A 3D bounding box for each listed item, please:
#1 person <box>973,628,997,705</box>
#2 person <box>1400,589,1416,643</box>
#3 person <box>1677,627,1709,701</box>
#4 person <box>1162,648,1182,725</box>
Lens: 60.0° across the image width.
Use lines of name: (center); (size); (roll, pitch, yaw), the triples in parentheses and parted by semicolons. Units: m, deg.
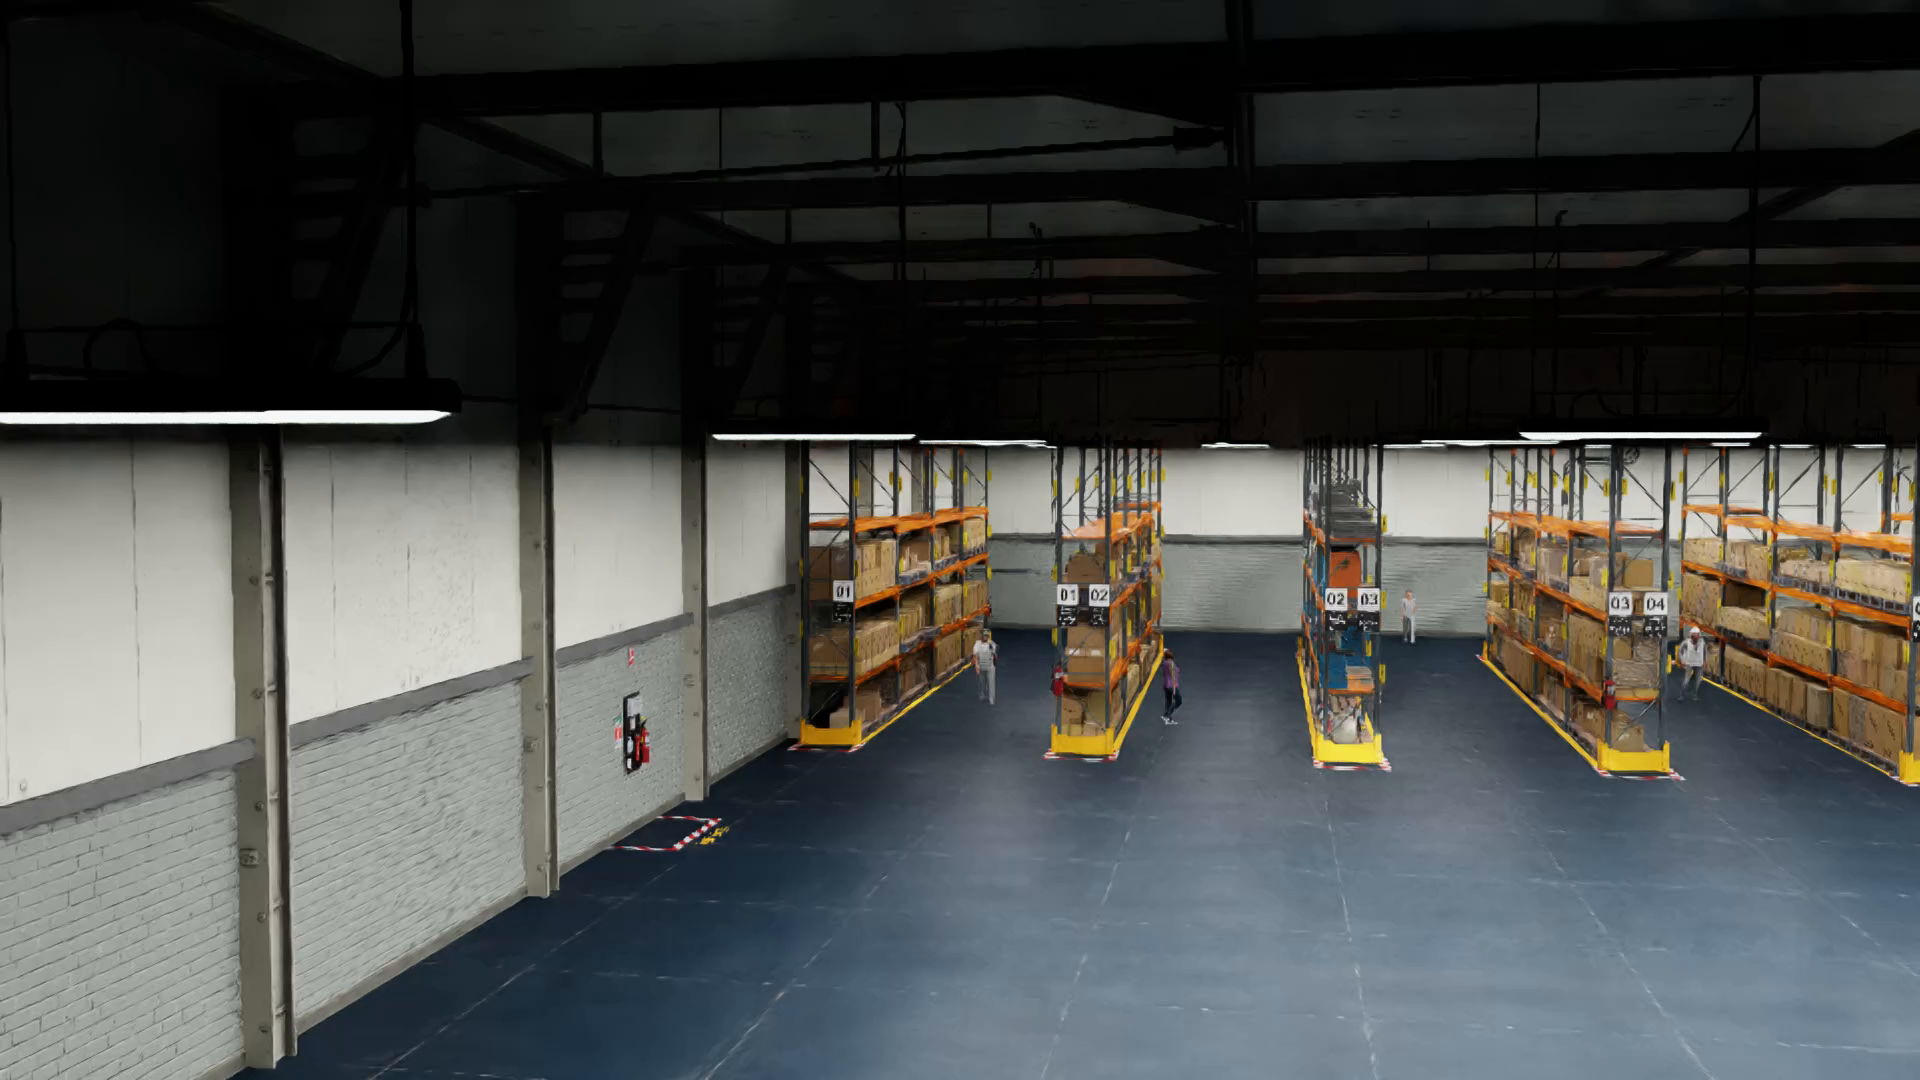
person: (0.556, 2.828, 37.423); (0.536, 1.705, 1.037); (0, 3, 2)
person: (13.313, 2.250, 49.412); (0.446, 1.571, 1.099); (1, 3, 12)
person: (16.688, 2.820, 37.861); (0.677, 1.726, 0.574); (0, 3, 9)
person: (4.369, 3.055, 34.563); (0.380, 1.594, 0.459); (-1, 3, -21)
